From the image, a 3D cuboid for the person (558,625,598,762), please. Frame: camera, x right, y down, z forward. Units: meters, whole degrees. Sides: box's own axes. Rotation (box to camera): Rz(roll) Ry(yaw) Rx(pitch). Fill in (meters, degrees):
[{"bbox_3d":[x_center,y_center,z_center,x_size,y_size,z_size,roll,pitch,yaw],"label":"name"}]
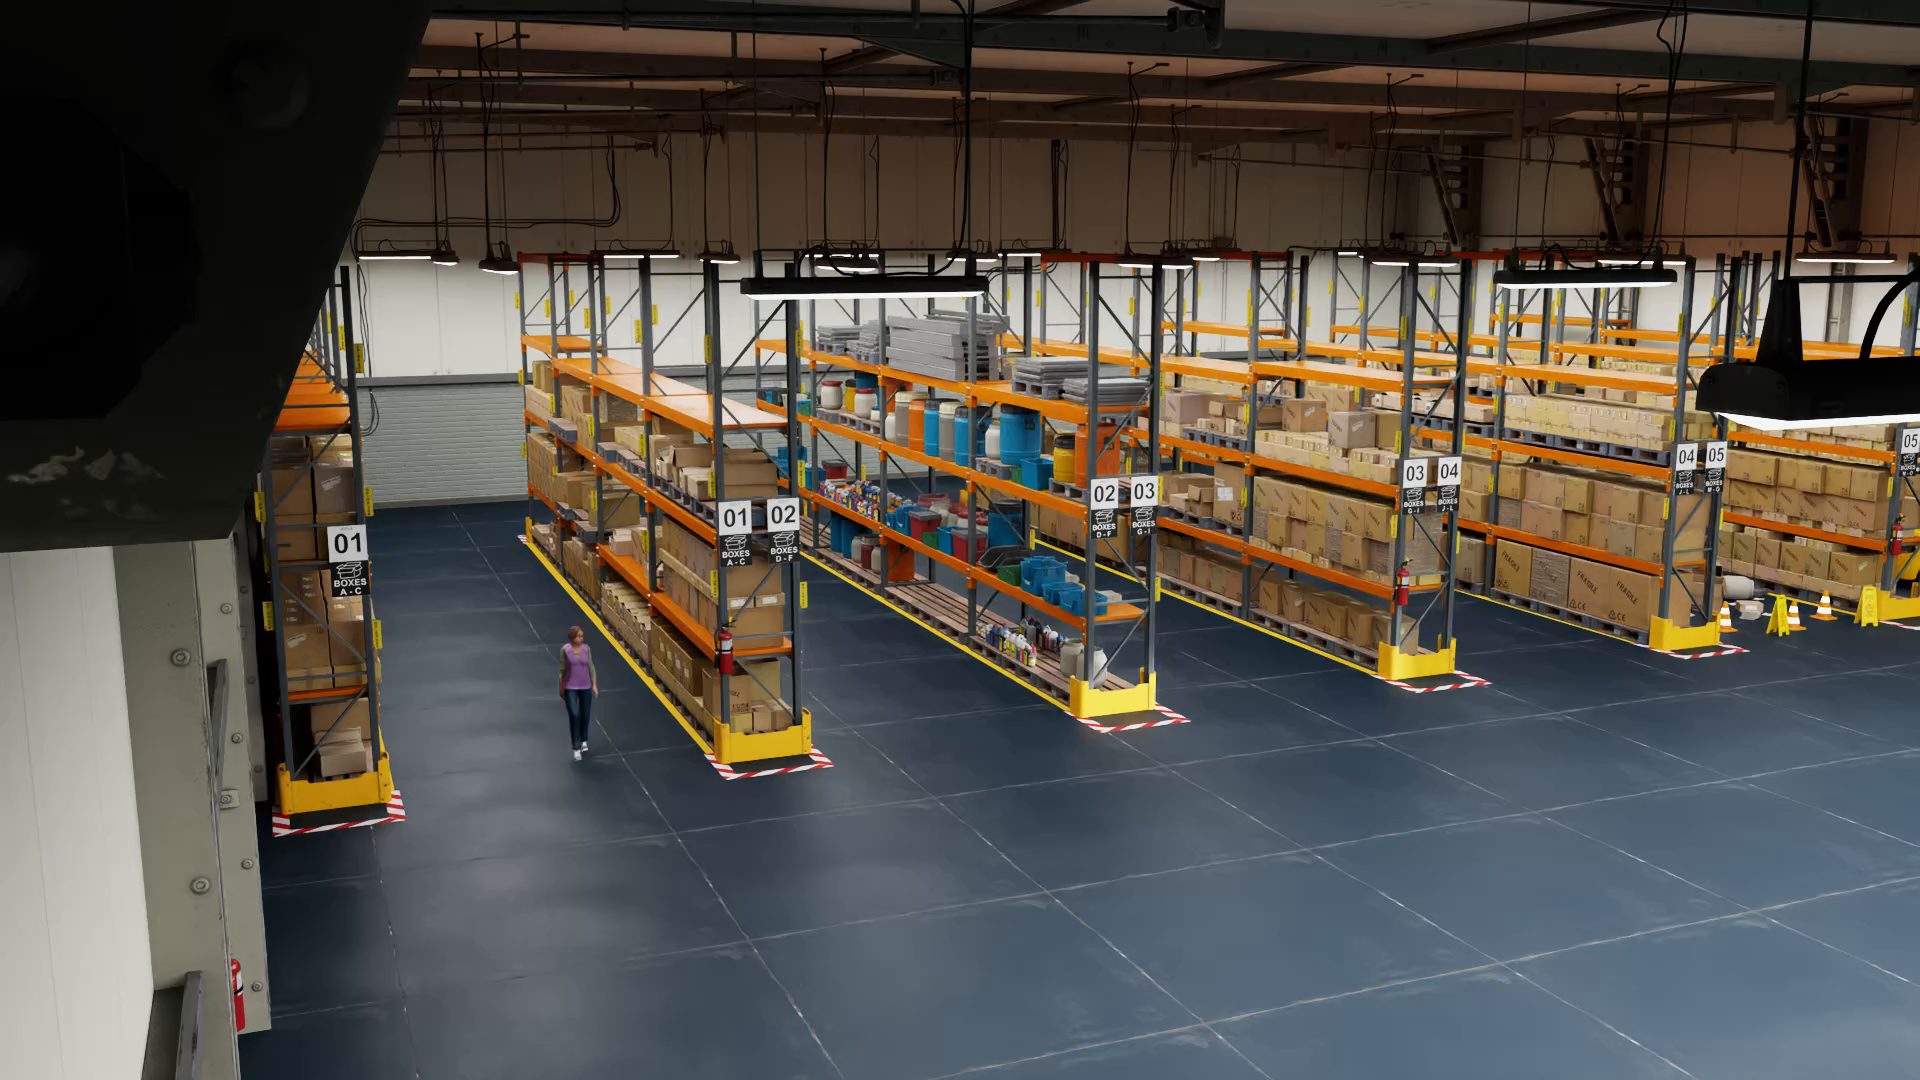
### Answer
[{"bbox_3d":[-4.668,1.877,20.443,0.436,1.627,0.576,-5,12,-27],"label":"person"}]
